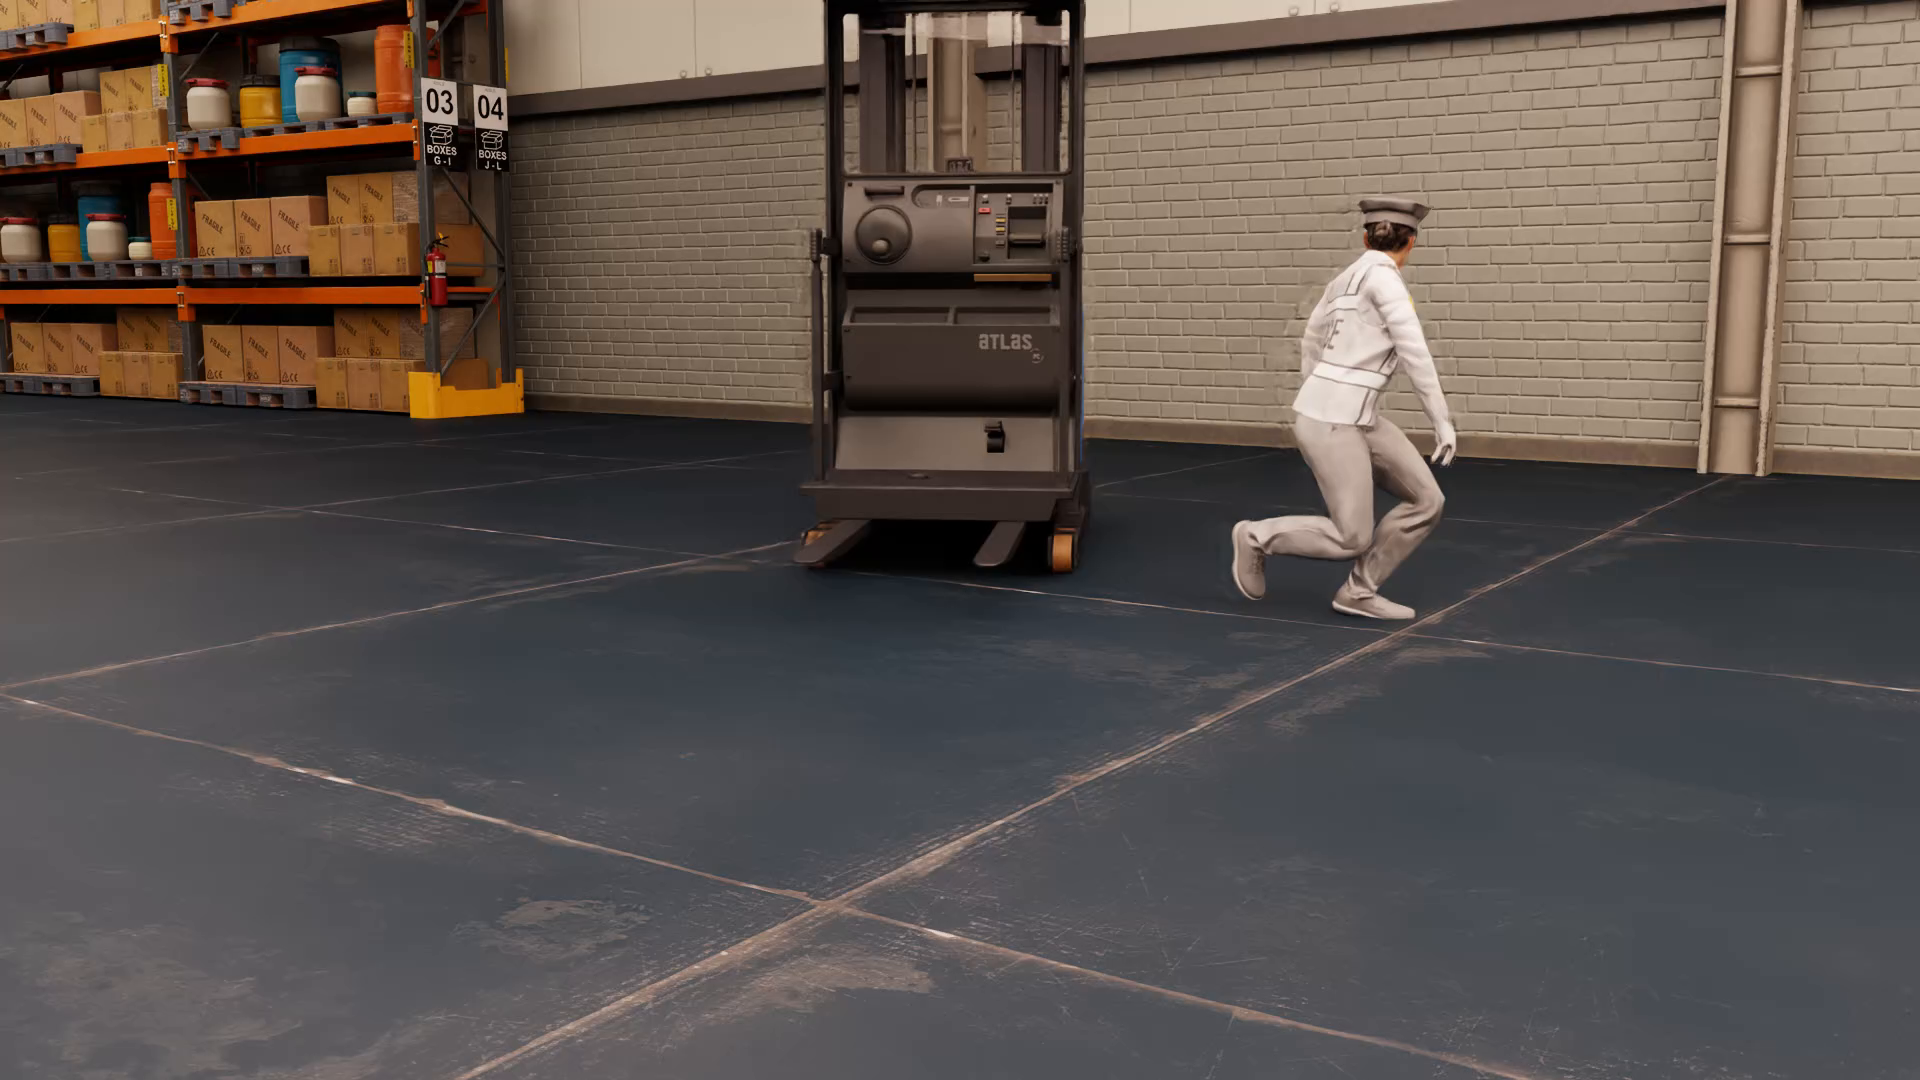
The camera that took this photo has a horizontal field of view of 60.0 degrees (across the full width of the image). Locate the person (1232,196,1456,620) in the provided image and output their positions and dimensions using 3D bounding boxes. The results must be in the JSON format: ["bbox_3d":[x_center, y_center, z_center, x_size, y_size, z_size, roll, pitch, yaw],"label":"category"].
[{"bbox_3d":[1.333,-0.446,5.735,0.756,1.449,0.583,3,9,20],"label":"person"}]

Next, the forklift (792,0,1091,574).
[{"bbox_3d":[-0.051,-1.364,6.788,1.130,2.935,3.031,1,8,6],"label":"forklift"}]
